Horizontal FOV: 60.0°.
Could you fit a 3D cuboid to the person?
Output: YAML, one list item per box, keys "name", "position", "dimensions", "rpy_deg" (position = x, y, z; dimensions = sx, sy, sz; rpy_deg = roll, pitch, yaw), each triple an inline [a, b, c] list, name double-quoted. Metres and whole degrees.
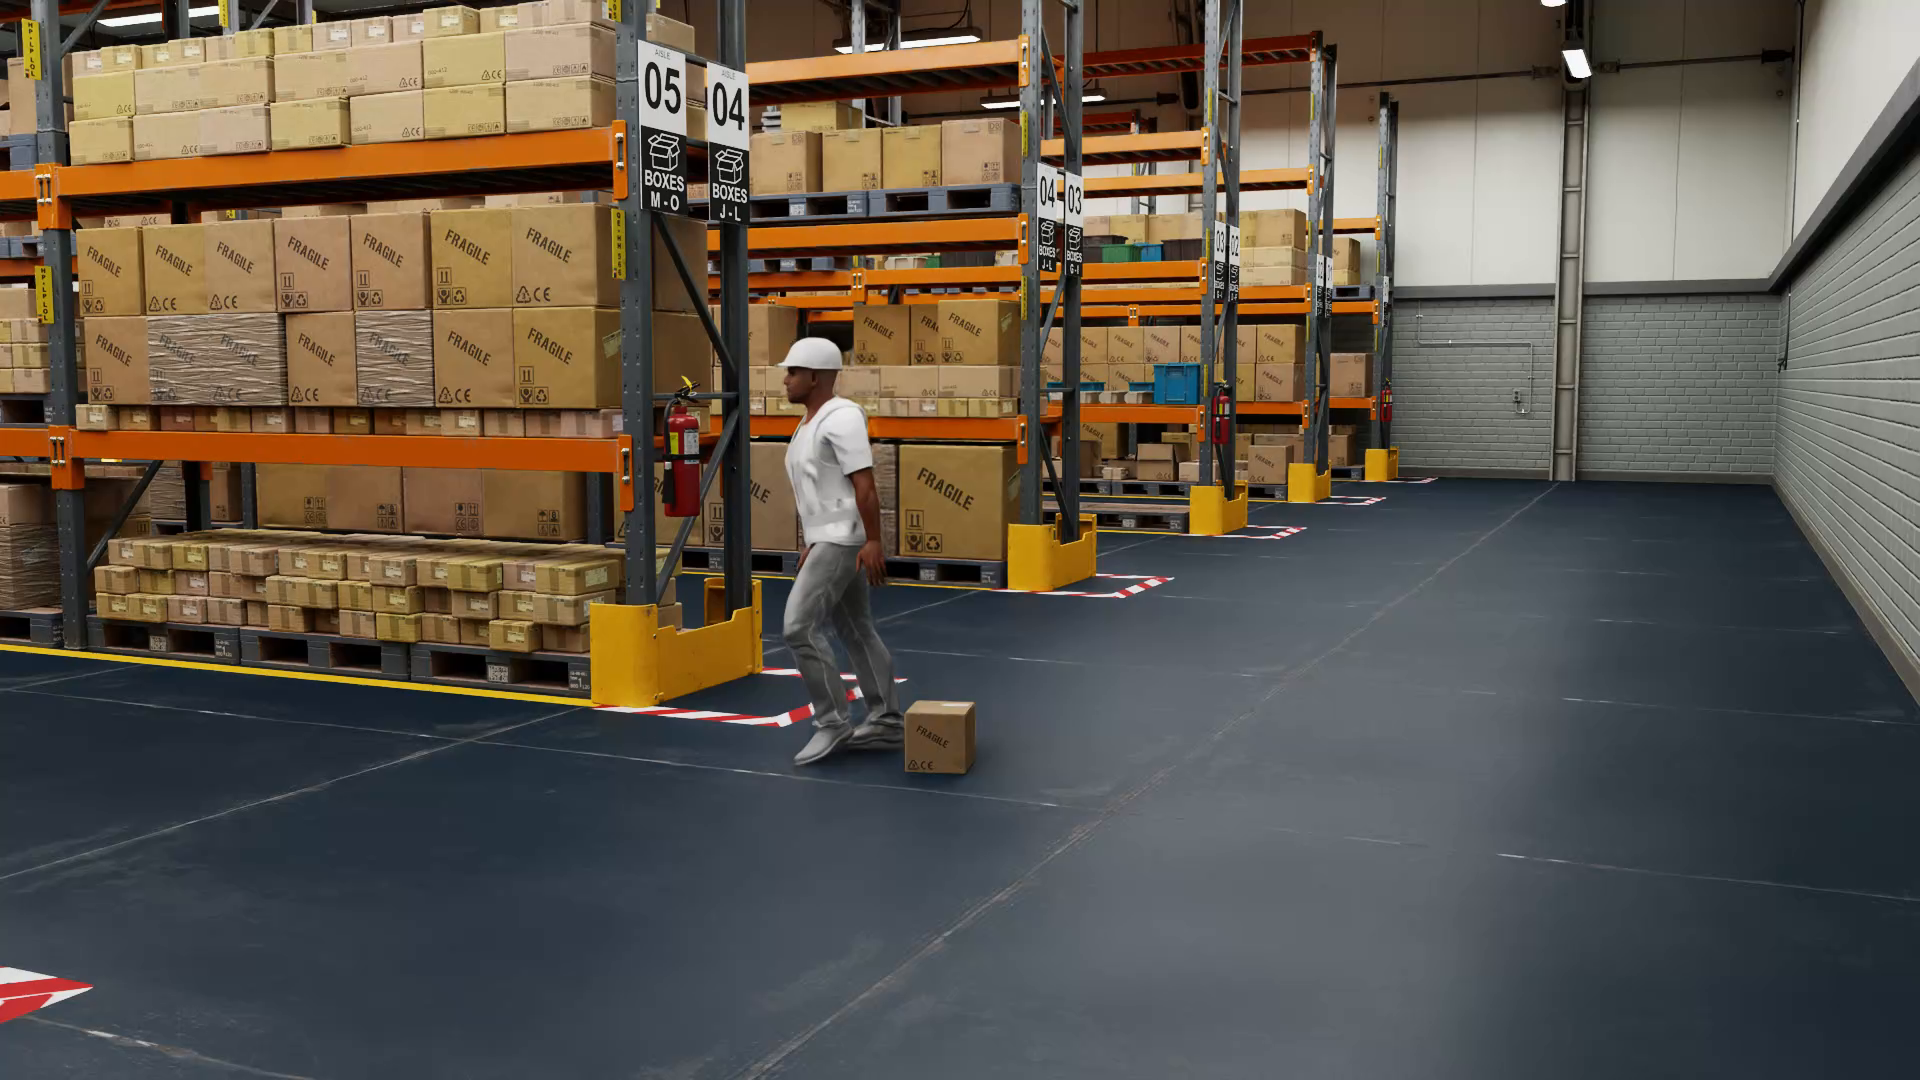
- name: "person"
  position: [-0.501, 0.032, 7.078]
  dimensions: [0.560, 1.774, 0.607]
  rpy_deg: [-1, 6, -12]
